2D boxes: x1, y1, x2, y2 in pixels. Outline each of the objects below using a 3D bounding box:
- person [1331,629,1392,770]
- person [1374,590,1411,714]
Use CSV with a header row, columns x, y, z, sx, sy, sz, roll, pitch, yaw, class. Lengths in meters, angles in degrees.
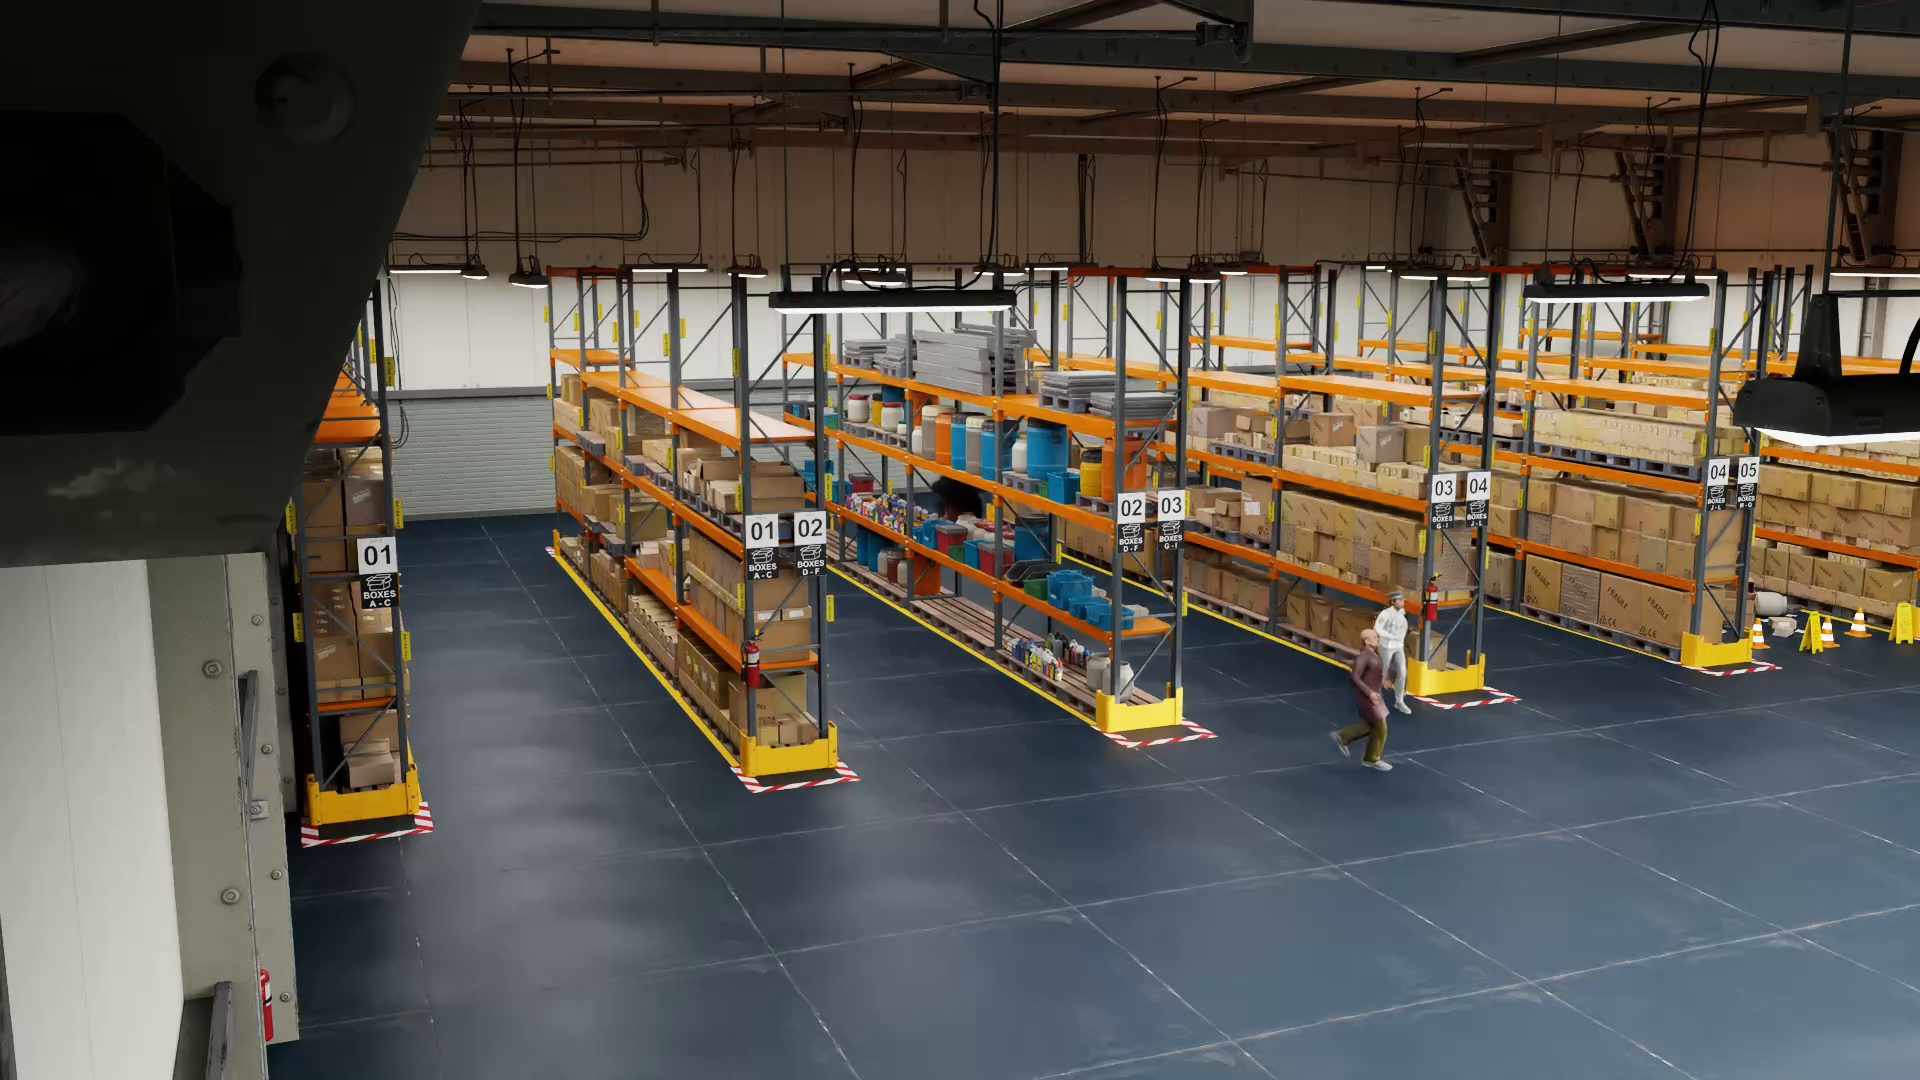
x,y,z,sx,sy,sz,roll,pitch,yaw,class
4.975,1.949,20.491,0.761,1.763,0.706,3,10,18,person
6.012,1.502,23.186,0.659,1.677,0.907,-6,11,-30,person
